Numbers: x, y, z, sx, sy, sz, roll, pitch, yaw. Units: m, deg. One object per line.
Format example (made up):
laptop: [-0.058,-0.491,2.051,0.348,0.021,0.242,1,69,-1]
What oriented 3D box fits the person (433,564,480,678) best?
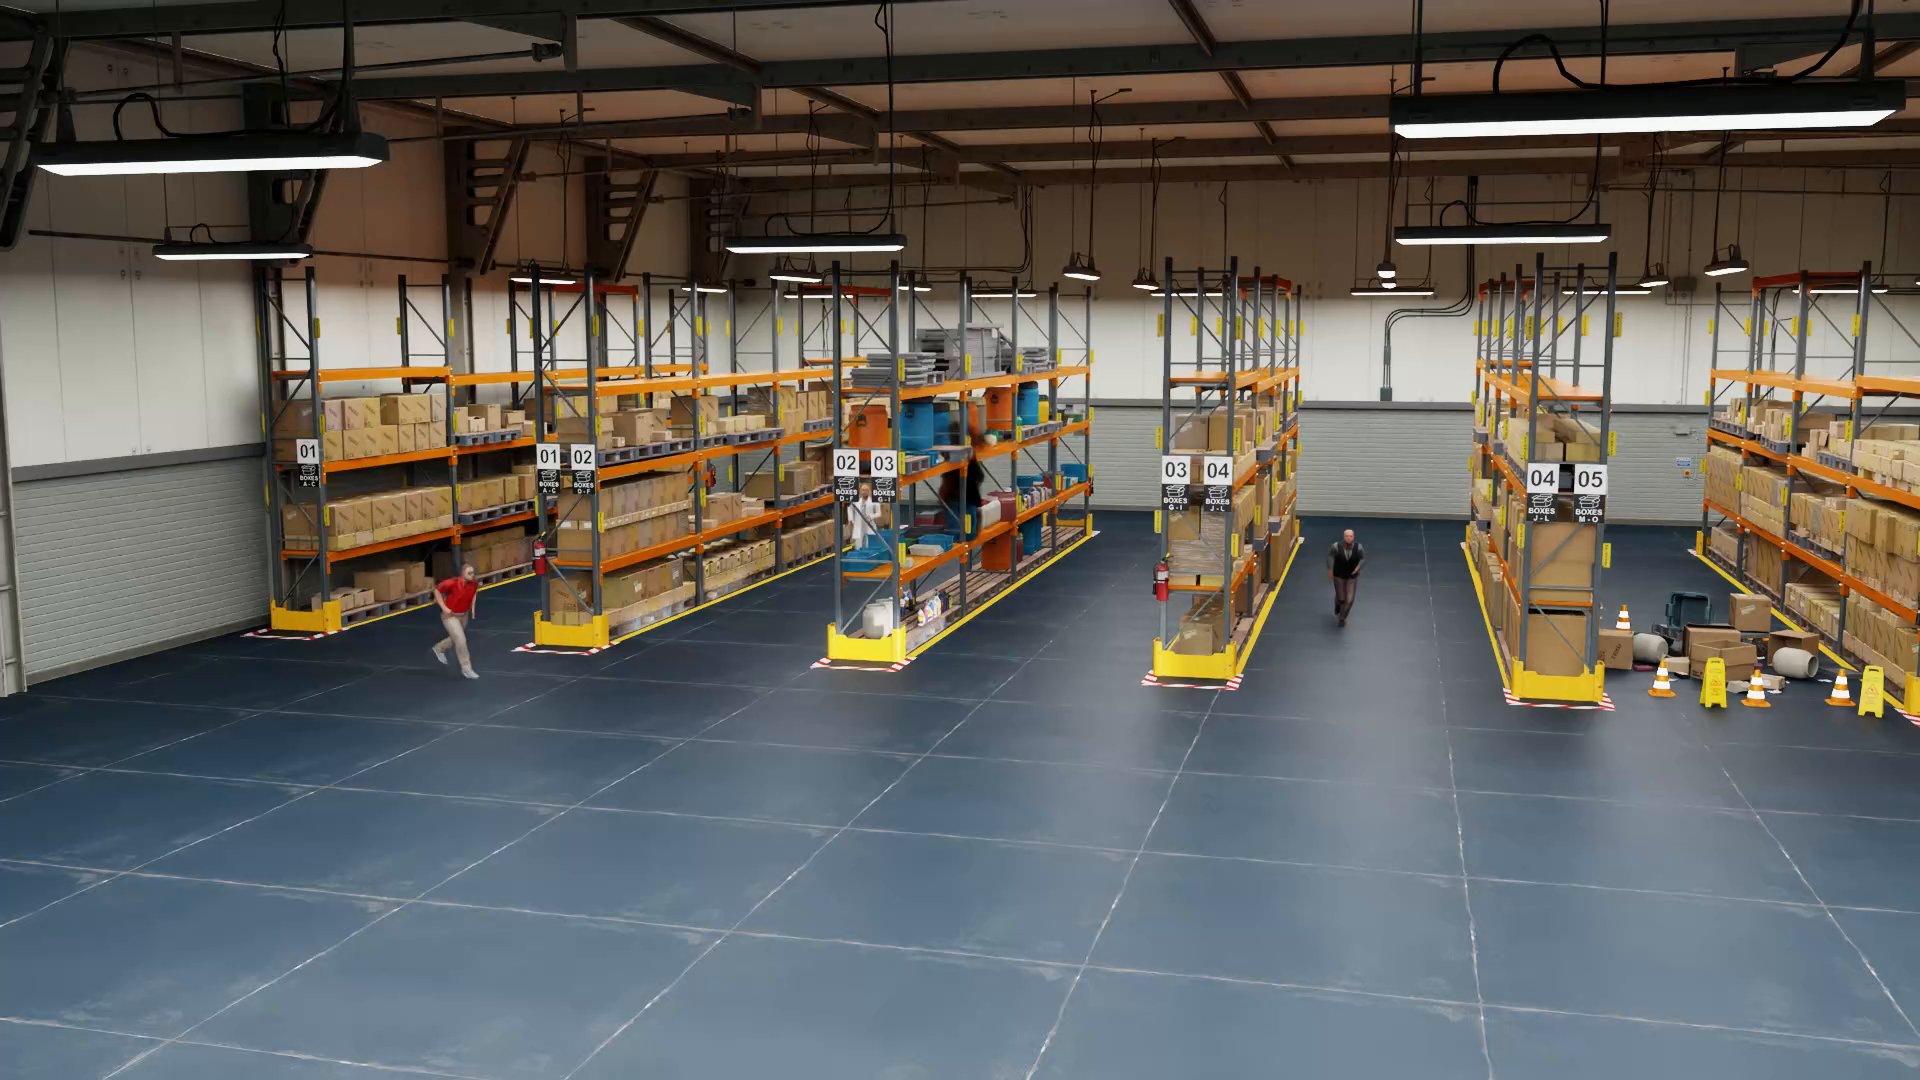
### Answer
person: [-7.375,1.158,24.128,1.002,1.695,0.689,6,9,39]

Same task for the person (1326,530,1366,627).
person: [6.515,0.633,28.068,0.624,1.653,0.696,0,7,-3]

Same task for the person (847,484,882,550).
person: [-1.850,-0.149,32.044,0.684,1.845,0.763,0,7,2]
